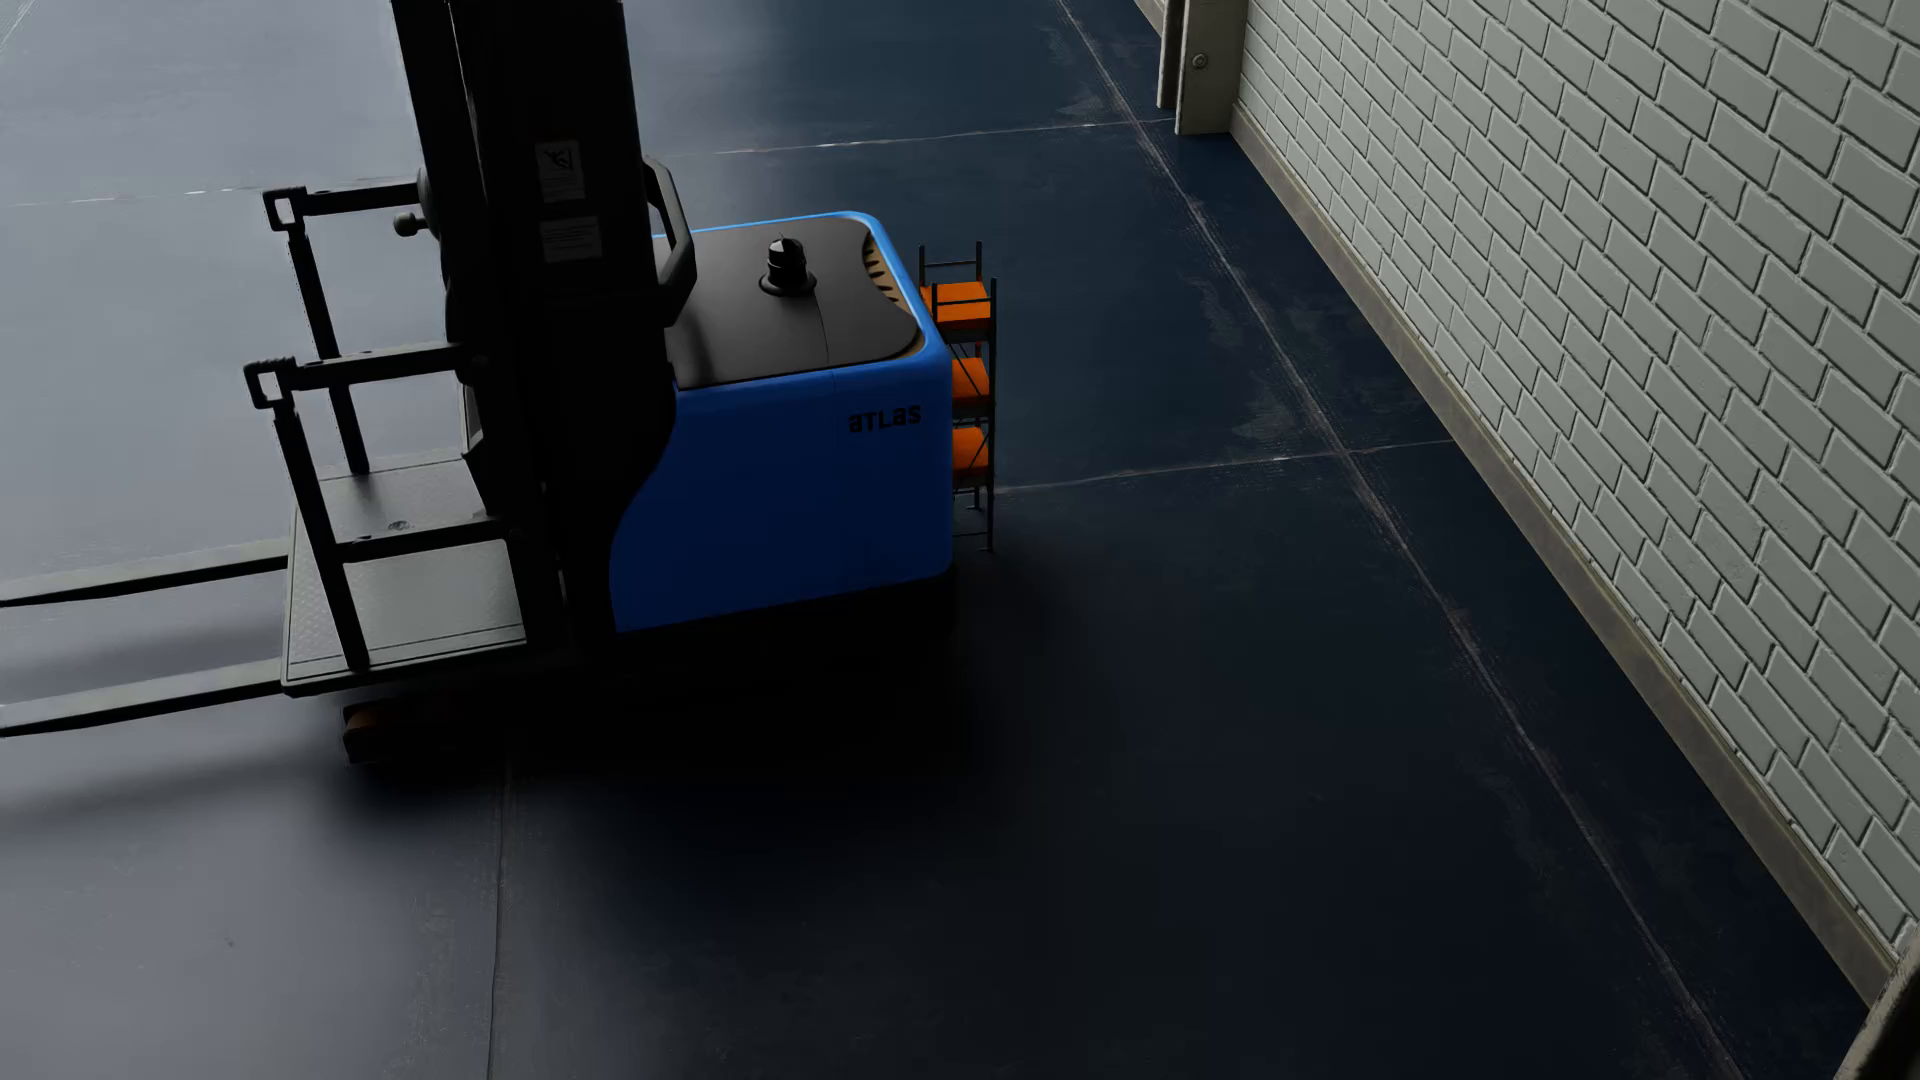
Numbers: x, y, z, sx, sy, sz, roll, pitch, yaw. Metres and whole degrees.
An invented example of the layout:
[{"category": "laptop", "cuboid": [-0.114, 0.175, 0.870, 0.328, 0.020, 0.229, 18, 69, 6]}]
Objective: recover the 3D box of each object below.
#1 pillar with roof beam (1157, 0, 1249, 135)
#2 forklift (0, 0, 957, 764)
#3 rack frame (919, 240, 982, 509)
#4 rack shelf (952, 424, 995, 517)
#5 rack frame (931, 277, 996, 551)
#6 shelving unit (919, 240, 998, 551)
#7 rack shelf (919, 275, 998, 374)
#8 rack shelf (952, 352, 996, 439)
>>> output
[{"category": "pillar with roof beam", "cuboid": [-3.026, -5.264, 5.191, 9.100, 9.000, 0.400, -6, 38, -8]}, {"category": "forklift", "cuboid": [-1.584, -0.862, 4.470, 3.031, 2.935, 1.130, -10, 39, -12]}, {"category": "rack frame", "cuboid": [-0.031, -0.521, 5.564, 0.200, 1.050, 0.008, -6, 38, -8]}, {"category": "rack shelf", "cuboid": [-0.009, -0.219, 5.647, 0.215, 0.259, 0.240, -6, 38, -8]}, {"category": "rack frame", "cuboid": [0.012, -0.373, 5.375, 0.200, 1.050, 0.008, -6, 38, -8]}, {"category": "shelving unit", "cuboid": [-0.009, -0.447, 5.470, 0.215, 1.050, 0.252, -6, 38, -8]}, {"category": "rack shelf", "cuboid": [-0.009, -0.663, 5.302, 0.215, 0.259, 0.240, -6, 38, -8]}, {"category": "rack shelf", "cuboid": [-0.009, -0.439, 5.476, 0.215, 0.259, 0.240, -6, 38, -8]}]
